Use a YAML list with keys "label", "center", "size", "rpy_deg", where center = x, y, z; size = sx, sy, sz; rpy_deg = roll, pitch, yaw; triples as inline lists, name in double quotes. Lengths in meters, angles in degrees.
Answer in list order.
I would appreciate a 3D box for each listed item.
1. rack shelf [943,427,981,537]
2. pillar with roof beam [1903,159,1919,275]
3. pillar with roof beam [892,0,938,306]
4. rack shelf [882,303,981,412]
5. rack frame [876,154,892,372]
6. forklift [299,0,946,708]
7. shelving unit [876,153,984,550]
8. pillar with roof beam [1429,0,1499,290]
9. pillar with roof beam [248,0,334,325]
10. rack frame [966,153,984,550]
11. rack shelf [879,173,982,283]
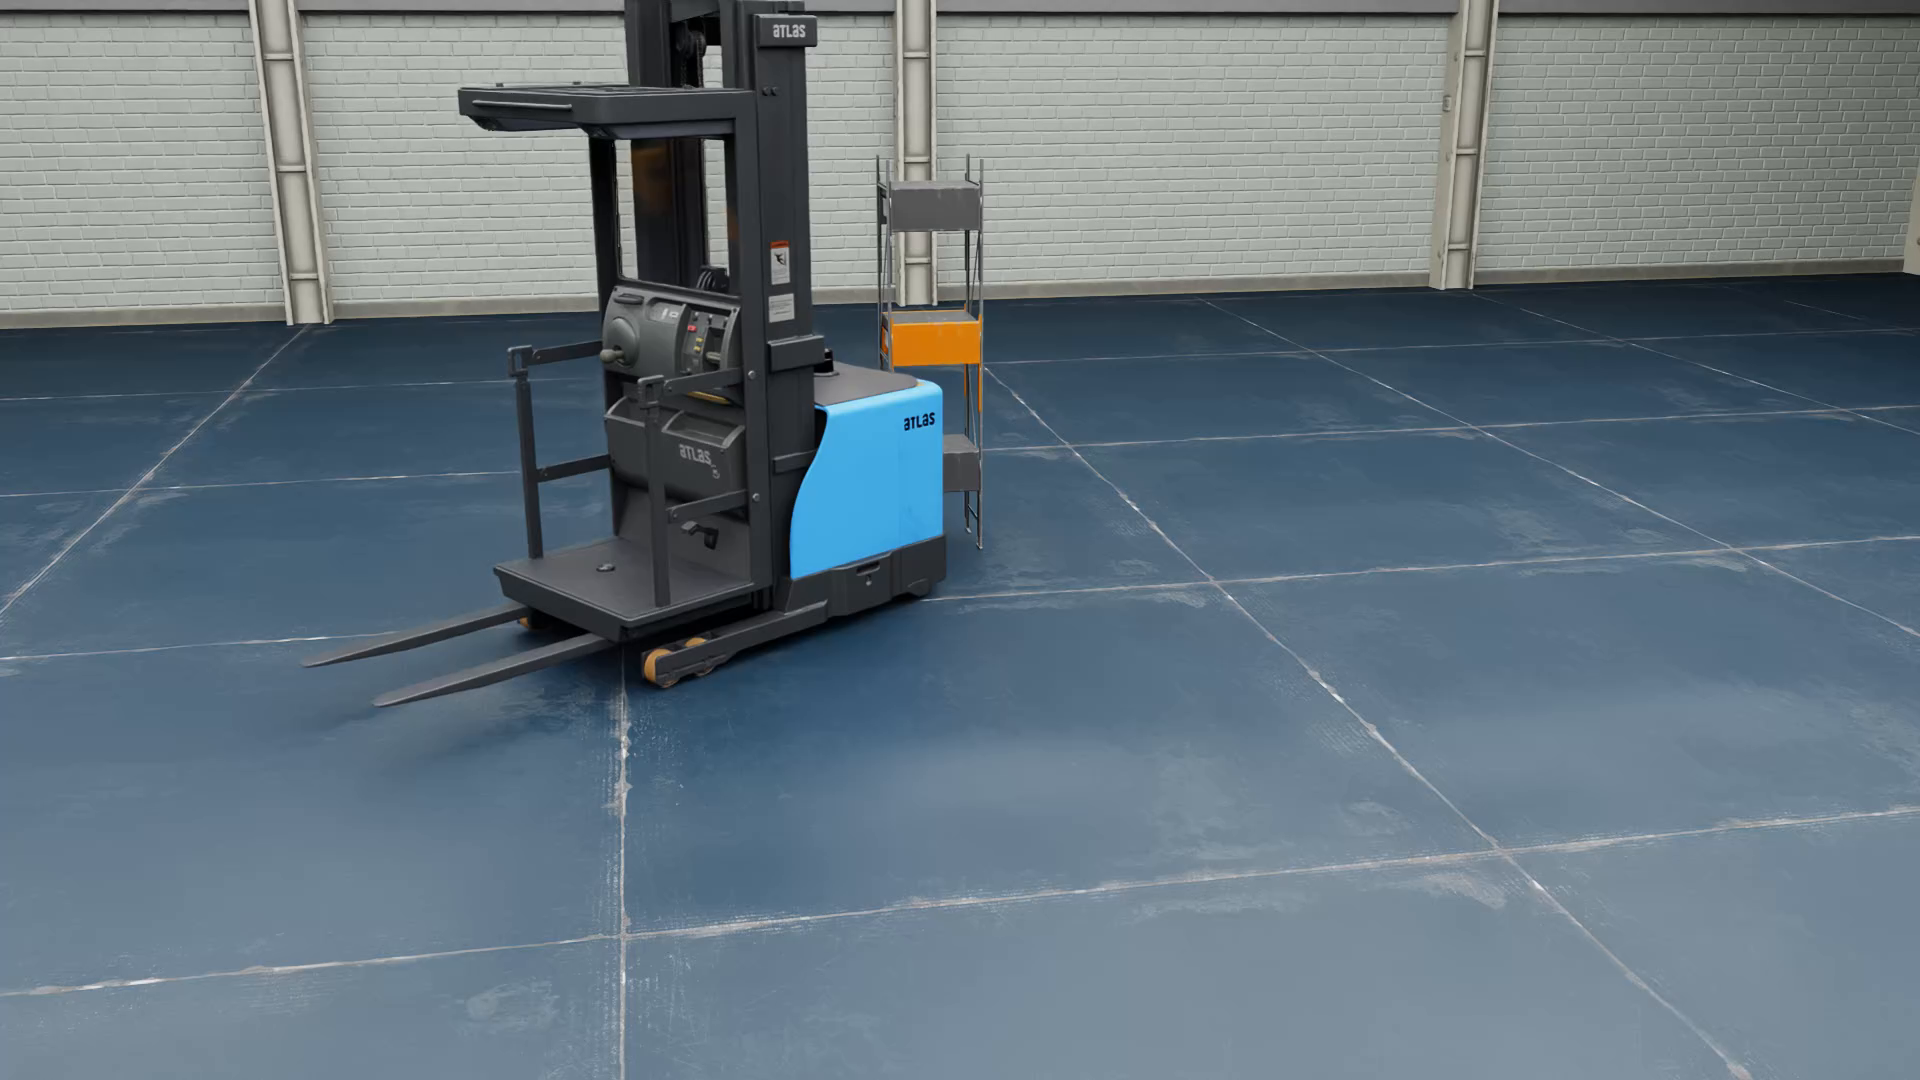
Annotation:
- label: "rack shelf"
  center: [-0.163, -0.312, 9.183]
  size: [0.480, 0.518, 0.431]
  rpy_deg: [-3, 17, -10]
- label: "pillar with roof beam"
  center: [12.144, -6.197, 14.163]
  size: [0.400, 9.000, 9.100]
  rpy_deg: [-3, 17, -10]
- label: "pillar with roof beam"
  center: [0.362, -5.529, 11.987]
  size: [0.400, 9.000, 9.100]
  rpy_deg: [-3, 17, -10]
- label: "rack shelf"
  center: [-0.163, -0.981, 8.978]
  size: [0.480, 0.518, 0.431]
  rpy_deg: [-3, 17, -10]
- label: "rack frame"
  center: [-0.402, -0.981, 8.929]
  size: [0.015, 2.100, 0.400]
  rpy_deg: [-3, 17, -10]
- label: "forklift"
  center: [-1.453, -0.930, 7.348]
  size: [1.130, 2.935, 3.031]
  rpy_deg: [16, 23, 41]
- label: "shelving unit"
  center: [-0.163, -0.995, 8.973]
  size: [0.503, 2.100, 0.431]
  rpy_deg: [-3, 17, -10]
- label: "pillar with roof beam"
  center: [6.253, -5.863, 13.075]
  size: [0.400, 9.000, 9.100]
  rpy_deg: [-3, 17, -10]
- label: "pillar with roof beam"
  center: [-5.529, -5.195, 10.899]
  size: [0.400, 9.000, 9.100]
  rpy_deg: [-3, 17, -10]
- label: "rack frame"
  center: [0.077, -1.008, 9.018]
  size: [0.015, 2.100, 0.400]
  rpy_deg: [-3, 17, -10]
- label: "rack shelf"
  center: [-0.163, -1.651, 8.772]
  size: [0.480, 0.518, 0.431]
  rpy_deg: [-3, 17, -10]
